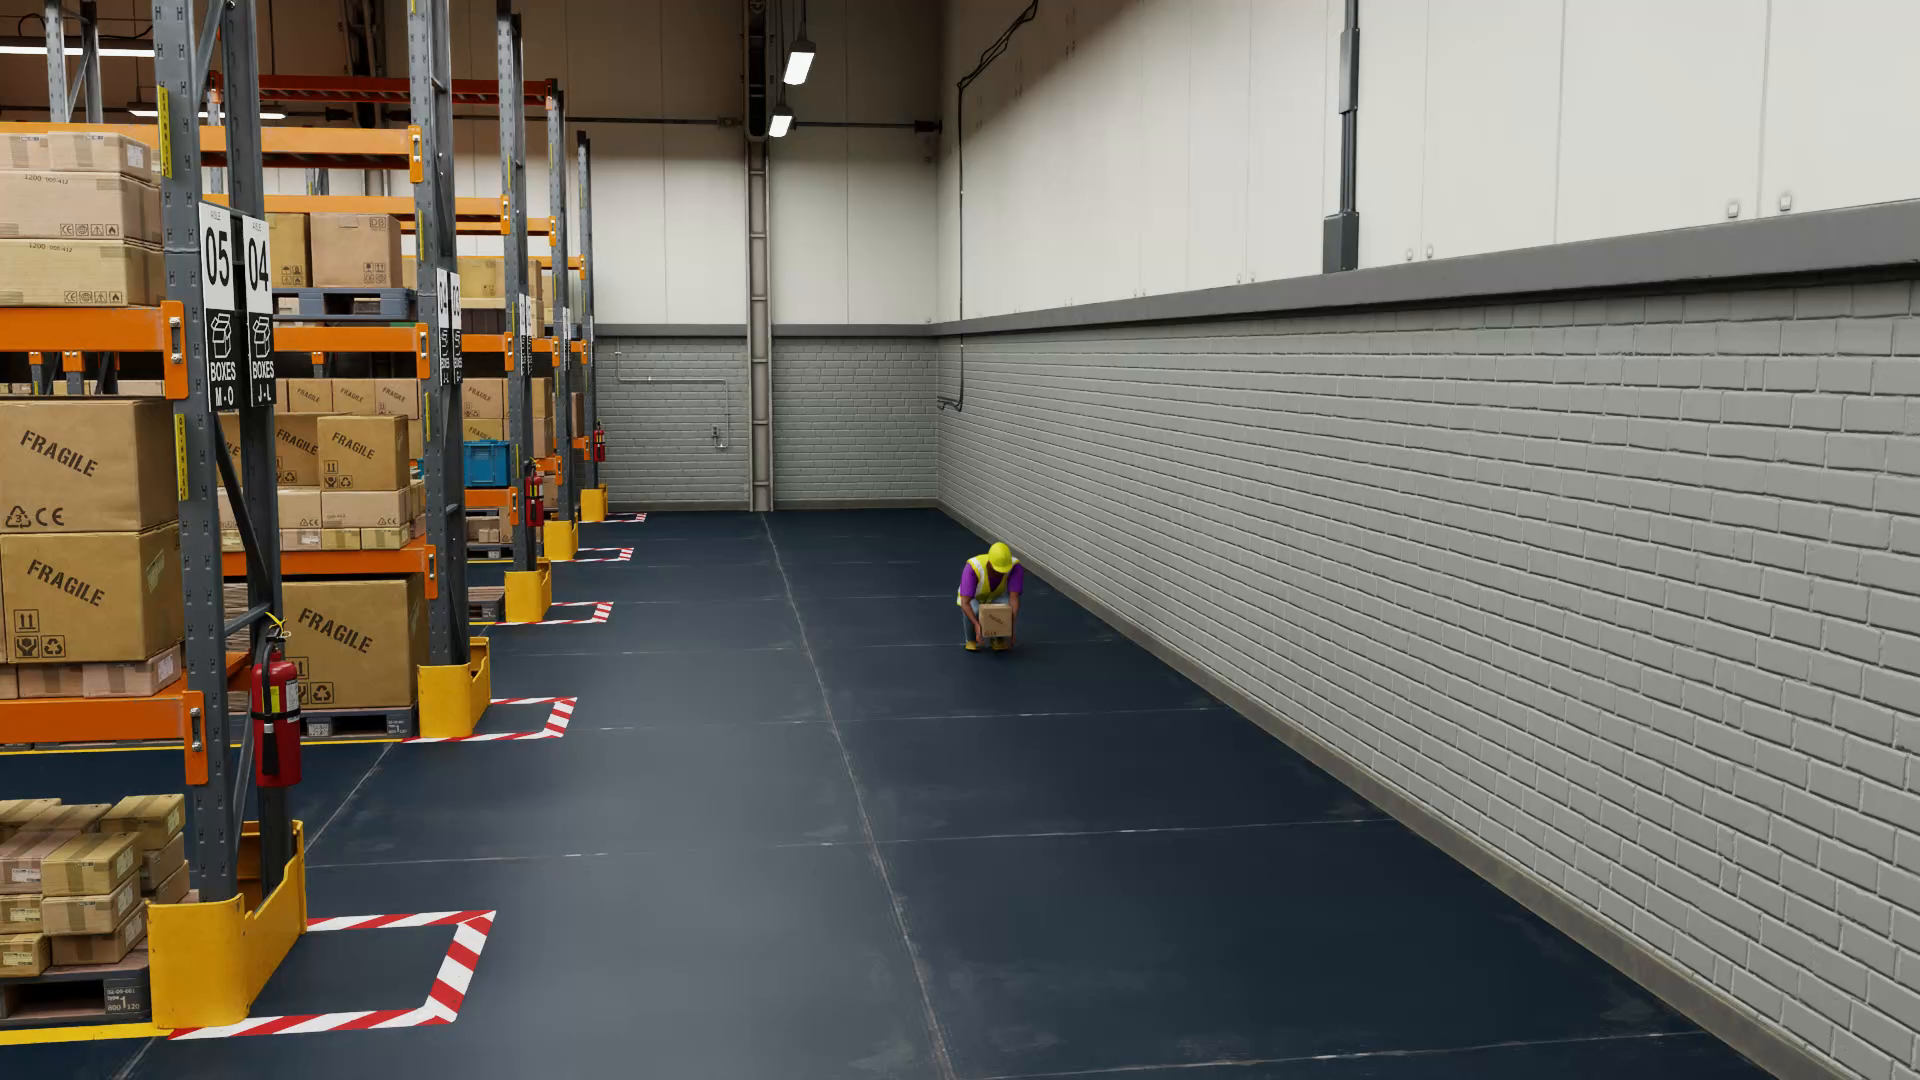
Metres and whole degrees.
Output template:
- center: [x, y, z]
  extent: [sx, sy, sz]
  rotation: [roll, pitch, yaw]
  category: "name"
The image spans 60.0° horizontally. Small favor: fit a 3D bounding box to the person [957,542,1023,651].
- center: [0.265, 0.491, 14.707]
  extent: [0.582, 1.003, 0.870]
  rotation: [-1, 7, -9]
  category: "person"
